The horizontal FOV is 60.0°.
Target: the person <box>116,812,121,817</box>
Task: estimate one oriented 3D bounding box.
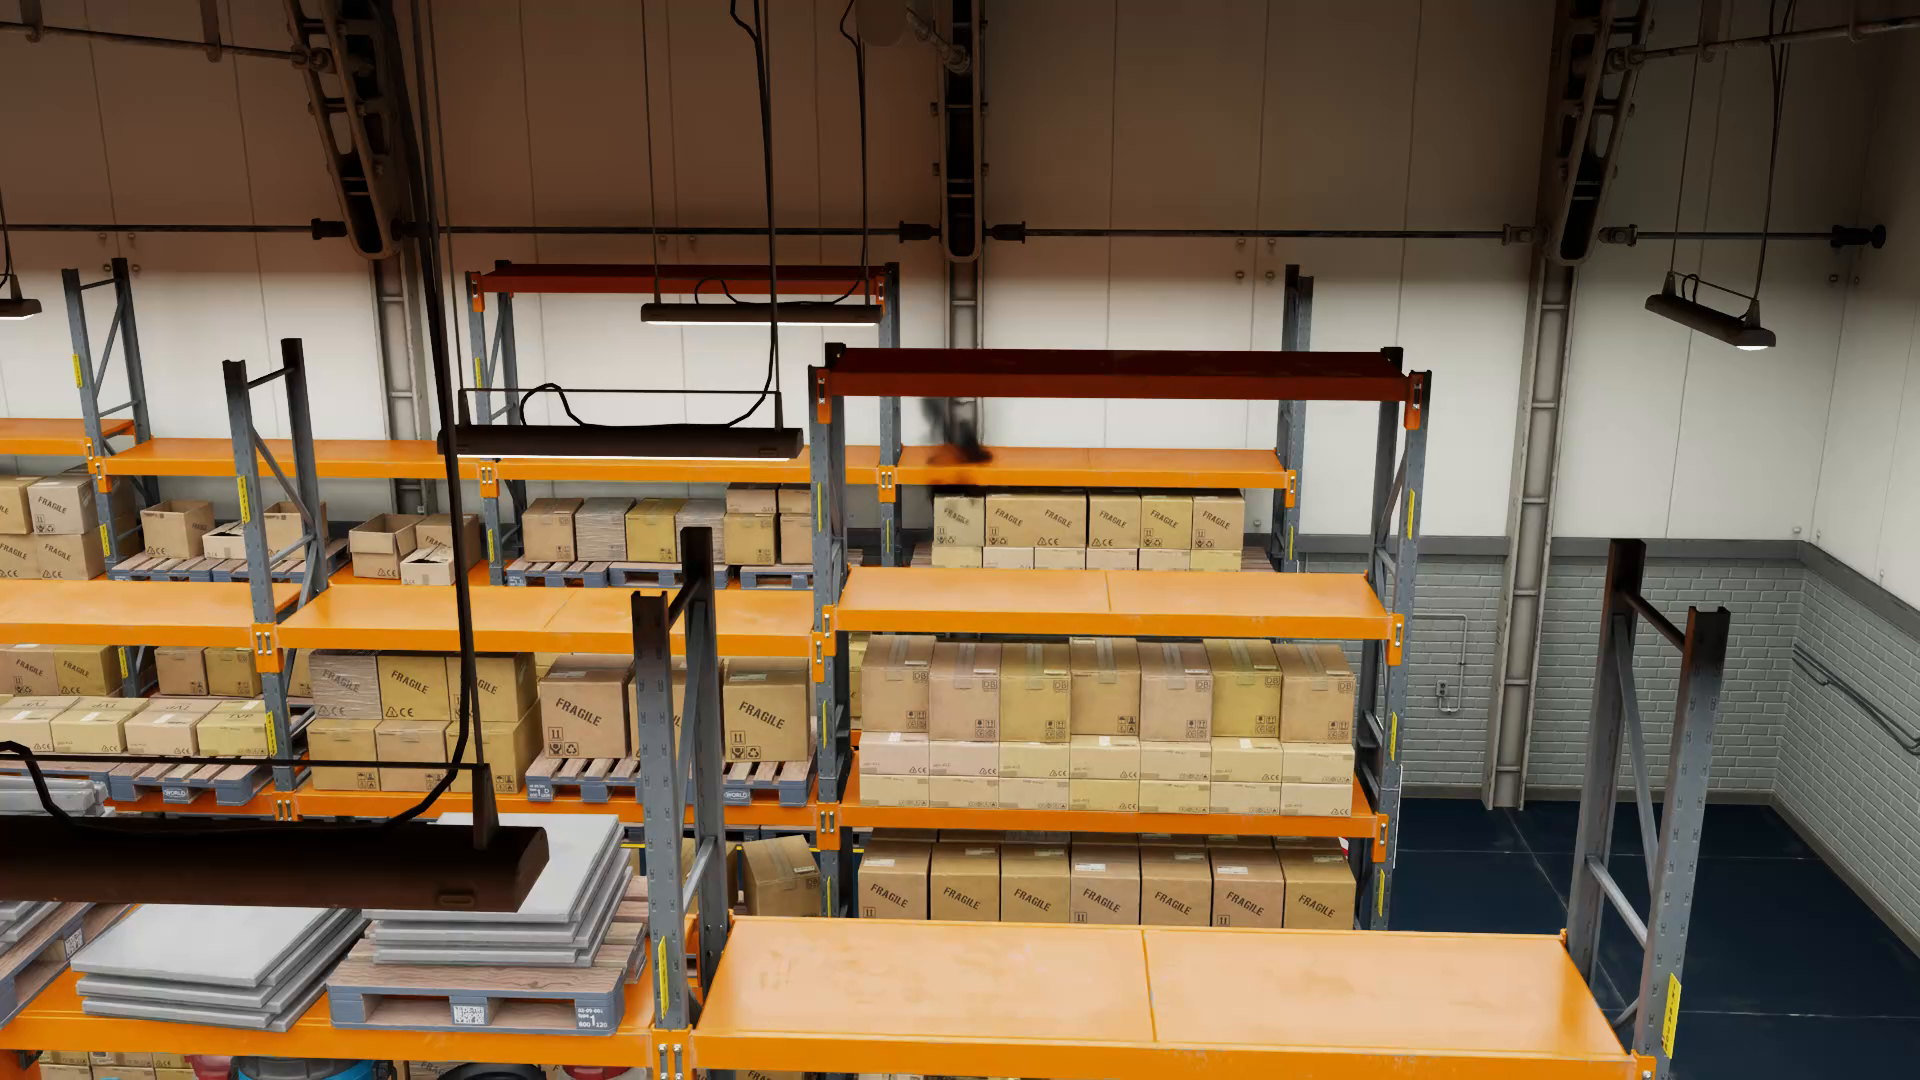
[{"bbox_3d":[-7.537,3.152,14.886,0.672,1.617,0.503,-1,16,-5],"label":"person"}]
